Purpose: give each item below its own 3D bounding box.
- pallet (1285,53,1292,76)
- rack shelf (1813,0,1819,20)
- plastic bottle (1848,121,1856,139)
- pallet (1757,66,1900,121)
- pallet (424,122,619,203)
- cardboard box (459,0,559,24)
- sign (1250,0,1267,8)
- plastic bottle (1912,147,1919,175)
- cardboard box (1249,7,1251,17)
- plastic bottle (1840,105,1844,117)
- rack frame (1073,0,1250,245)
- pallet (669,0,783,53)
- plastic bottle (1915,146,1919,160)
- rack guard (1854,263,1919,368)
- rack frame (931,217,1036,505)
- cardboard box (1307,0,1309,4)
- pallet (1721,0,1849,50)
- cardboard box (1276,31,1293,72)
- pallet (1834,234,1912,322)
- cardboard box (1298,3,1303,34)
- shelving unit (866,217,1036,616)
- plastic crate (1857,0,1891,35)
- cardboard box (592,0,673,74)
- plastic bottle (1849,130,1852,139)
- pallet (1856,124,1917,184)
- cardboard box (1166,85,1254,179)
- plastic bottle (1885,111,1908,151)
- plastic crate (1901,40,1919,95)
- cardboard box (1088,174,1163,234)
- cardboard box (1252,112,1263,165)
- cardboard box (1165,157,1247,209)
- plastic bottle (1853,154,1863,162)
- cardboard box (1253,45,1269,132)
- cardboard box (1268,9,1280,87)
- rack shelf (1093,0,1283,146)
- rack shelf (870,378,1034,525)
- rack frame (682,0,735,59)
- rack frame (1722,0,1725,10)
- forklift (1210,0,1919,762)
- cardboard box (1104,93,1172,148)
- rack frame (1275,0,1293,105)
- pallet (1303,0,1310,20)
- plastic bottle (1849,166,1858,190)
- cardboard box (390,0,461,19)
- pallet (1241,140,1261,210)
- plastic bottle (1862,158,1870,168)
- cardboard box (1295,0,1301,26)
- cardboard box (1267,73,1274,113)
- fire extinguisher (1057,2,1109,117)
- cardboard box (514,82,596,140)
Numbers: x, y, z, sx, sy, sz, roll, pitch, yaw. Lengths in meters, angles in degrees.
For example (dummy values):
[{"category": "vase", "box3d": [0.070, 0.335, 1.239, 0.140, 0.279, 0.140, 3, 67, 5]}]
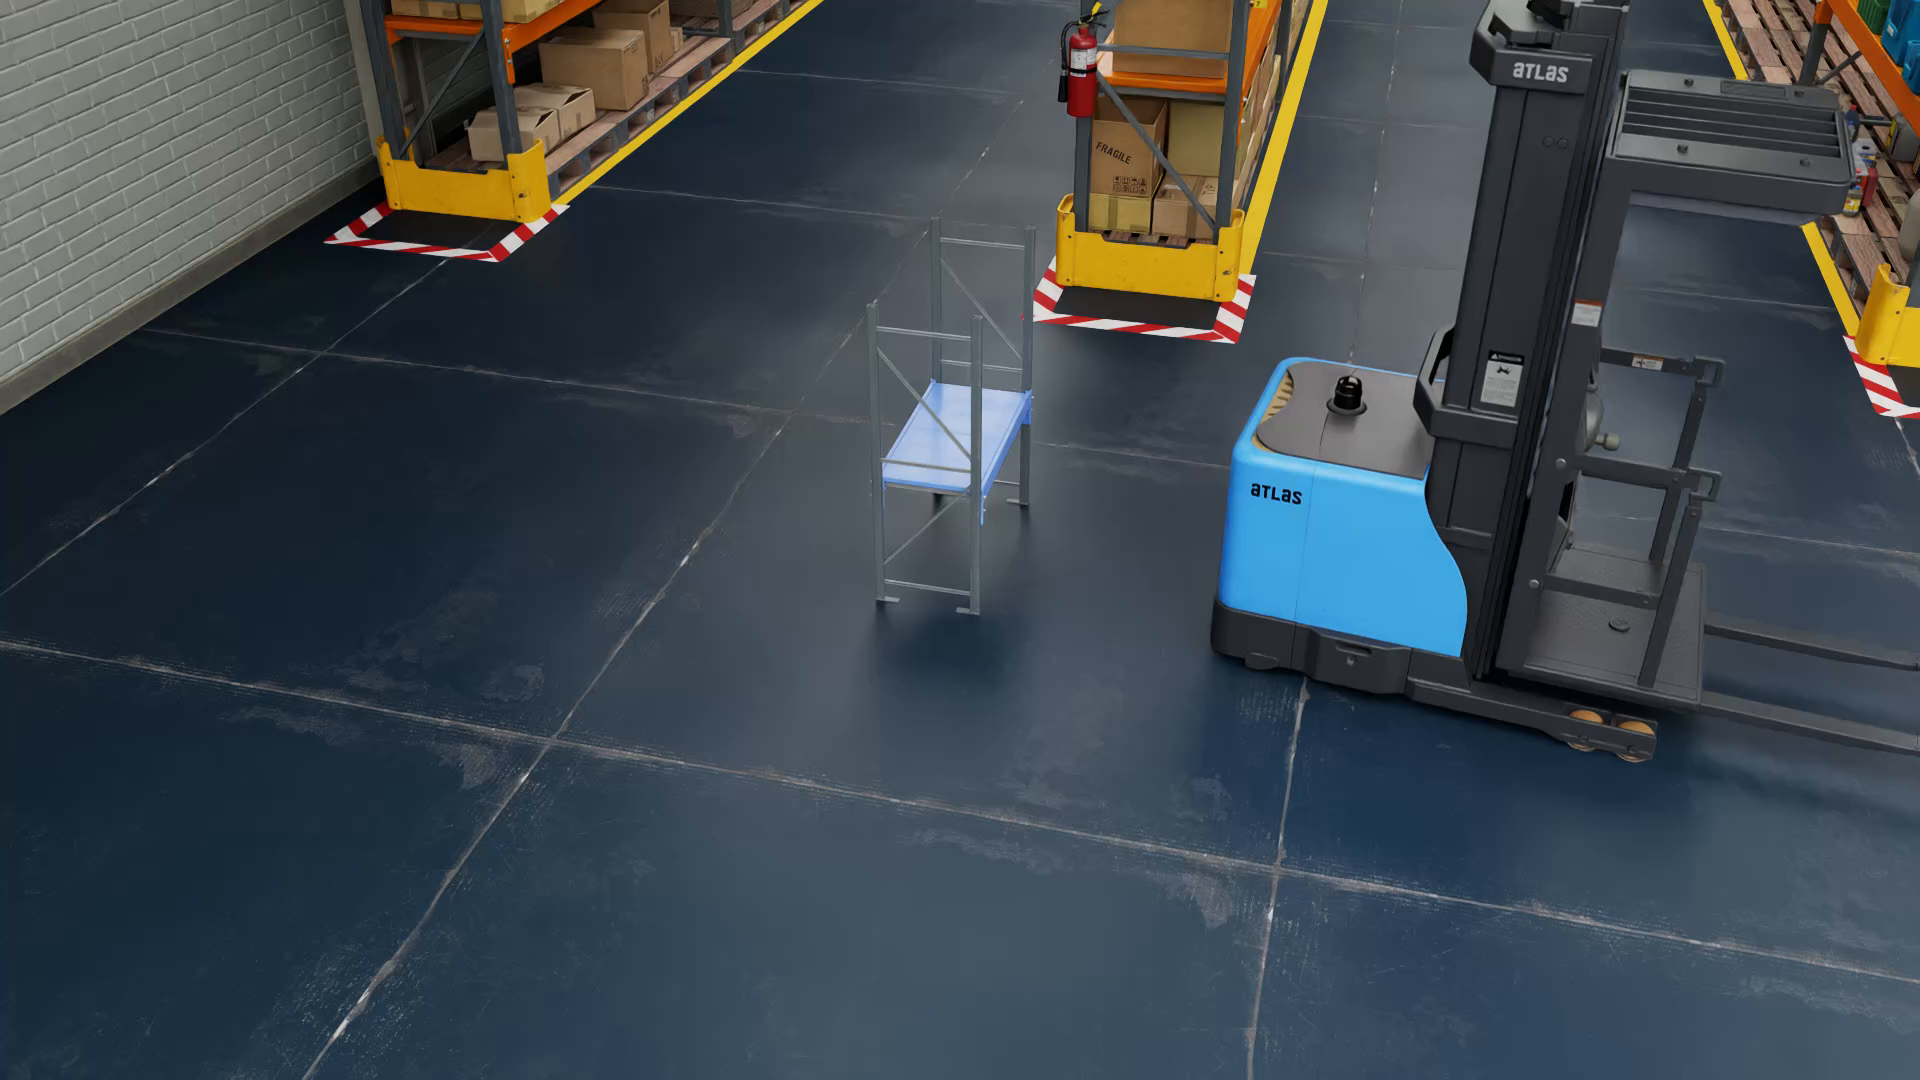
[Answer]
[{"category": "pallet", "box3d": [2.391, -4.249, 14.736, 1.003, 0.211, 1.213, 8, 33, 12]}, {"category": "rack shelf", "box3d": [7.539, -5.096, 14.140, 1.077, 0.370, 4.000, 8, 33, 12]}, {"category": "plastic bottle", "box3d": [6.505, -2.942, 12.214, 0.097, 0.271, 0.097, 0, 32, 0]}, {"category": "pallet", "box3d": [7.193, -3.597, 13.712, 1.003, 0.211, 1.213, 8, 33, 12]}, {"category": "pallet", "box3d": [-3.307, -2.914, 12.637, 1.003, 0.211, 1.213, 8, 33, 12]}, {"category": "cardboard box", "box3d": [-3.135, -3.790, 11.536, 0.500, 0.250, 0.500, 7, 33, 11]}, {"category": "sign", "box3d": [1.762, -3.282, 9.736, 0.100, 0.325, 0.005, 8, 33, 12]}, {"category": "plastic bottle", "box3d": [6.911, -2.761, 11.919, 0.061, 0.283, 0.133, 8, 33, 12]}, {"category": "cardboard box", "box3d": [1.617, -3.775, 11.299, 0.700, 0.500, 0.500, 8, 33, 13]}, {"category": "plastic bottle", "box3d": [6.574, -3.109, 12.467, 0.061, 0.283, 0.133, 8, 33, 12]}, {"category": "rack frame", "box3d": [1.226, -2.962, 10.113, 1.000, 3.000, 0.127, 8, 33, 12]}, {"category": "pallet", "box3d": [-2.355, -4.938, 15.820, 1.003, 0.211, 1.213, 8, 33, 12]}, {"category": "plastic bottle", "box3d": [7.098, -2.956, 12.163, 0.144, 0.351, 0.185, 6, 33, 10]}, {"category": "rack guard", "box3d": [5.990, -1.277, 9.792, 1.175, 0.500, 0.348, 8, 33, 12]}, {"category": "rack frame", "box3d": [0.107, -0.852, 8.193, 0.500, 1.500, 0.032, 8, 33, 12]}, {"category": "cardboard box", "box3d": [3.101, -5.296, 15.956, 0.500, 0.250, 0.500, 9, 33, 13]}, {"category": "pallet", "box3d": [7.813, -4.864, 15.704, 1.003, 0.211, 1.213, 8, 33, 12]}, {"category": "cardboard box", "box3d": [2.583, -4.230, 14.280, 0.500, 0.250, 0.500, 7, 33, 11]}, {"category": "pallet", "box3d": [6.202, -1.576, 10.532, 1.003, 0.211, 1.213, 8, 33, 12]}, {"category": "cardboard box", "box3d": [2.843, -4.764, 15.120, 0.500, 0.250, 0.500, 7, 33, 11]}, {"category": "shelving unit", "box3d": [-0.022, -0.589, 7.778, 0.538, 1.500, 1.048, 8, 33, 12]}, {"category": "plastic crate", "box3d": [6.414, -3.606, 11.324, 0.450, 0.188, 0.662, 8, 33, 12]}, {"category": "cardboard box", "box3d": [-2.776, -4.297, 14.133, 0.500, 0.500, 0.500, 6, 33, 9]}, {"category": "plastic bottle", "box3d": [6.270, -2.748, 11.836, 0.144, 0.351, 0.185, 8, 33, 12]}, {"category": "pallet", "box3d": [6.821, -2.842, 12.523, 1.003, 0.211, 1.213, 8, 33, 12]}, {"category": "cardboard box", "box3d": [1.703, -2.803, 11.336, 0.500, 0.500, 0.500, 8, 33, 12]}, {"category": "plastic bottle", "box3d": [7.008, -3.075, 12.351, 0.144, 0.351, 0.185, 8, 33, 12]}, {"category": "plastic crate", "box3d": [6.024, -2.860, 10.091, 0.499, 0.251, 0.408, 8, 33, 12]}, {"category": "cardboard box", "box3d": [1.077, -2.297, 11.239, 0.500, 0.250, 0.500, 8, 33, 12]}, {"category": "cardboard box", "box3d": [1.960, -3.005, 12.353, 0.500, 0.250, 0.500, 8, 33, 12]}, {"category": "cardboard box", "box3d": [1.701, -2.487, 11.537, 0.500, 0.250, 0.500, 8, 33, 12]}, {"category": "plastic bottle", "box3d": [6.184, -2.534, 11.568, 0.152, 0.276, 0.135, 7, 33, 11]}, {"category": "cardboard box", "box3d": [1.961, -3.321, 12.151, 0.500, 0.500, 0.500, 8, 33, 12]}, {"category": "cardboard box", "box3d": [2.197, -3.843, 12.971, 0.500, 0.500, 0.500, 8, 33, 12]}, {"category": "rack shelf", "box3d": [1.734, -3.696, 11.939, 1.077, 0.370, 4.000, 8, 33, 12]}, {"category": "rack shelf", "box3d": [-0.022, -0.437, 7.874, 0.538, 0.185, 1.000, 8, 33, 12]}, {"category": "rack frame", "box3d": [-2.551, -5.710, 14.436, 1.000, 3.000, 0.127, 8, 33, 12]}, {"category": "rack frame", "box3d": [8.047, -6.437, 15.580, 1.000, 3.000, 0.127, 8, 33, 12]}, {"category": "forklift", "box3d": [2.683, -0.651, 6.542, 3.031, 2.935, 1.130, 12, 34, 18]}, {"category": "cardboard box", "box3d": [1.314, -3.135, 11.858, 0.500, 0.500, 0.500, 8, 33, 12]}, {"category": "rack frame", "box3d": [2.241, -5.038, 13.379, 1.000, 3.000, 0.127, 8, 33, 12]}, {"category": "pallet", "box3d": [3.010, -5.515, 16.728, 1.003, 0.211, 1.213, 8, 33, 12]}, {"category": "plastic bottle", "box3d": [6.071, -2.401, 11.353, 0.061, 0.283, 0.133, 9, 33, 14]}, {"category": "cardboard box", "box3d": [-3.635, -3.849, 11.629, 0.500, 0.250, 0.500, 8, 33, 13]}, {"category": "pallet", "box3d": [1.691, -2.819, 12.487, 1.003, 0.211, 1.213, 8, 33, 12]}, {"category": "plastic bottle", "box3d": [6.350, -2.595, 11.734, 0.097, 0.201, 0.097, 0, 32, 0]}, {"category": "cardboard box", "box3d": [2.719, -4.731, 14.545, 0.500, 0.311, 0.500, 8, 33, 12]}, {"category": "cardboard box", "box3d": [2.199, -3.526, 13.172, 0.500, 0.250, 0.500, 8, 33, 12]}, {"category": "fire extinguisher", "box3d": [0.747, -2.931, 10.137, 0.296, 0.674, 0.183, 8, 33, 12]}, {"category": "cardboard box", "box3d": [-3.159, -3.328, 12.785, 0.500, 0.311, 0.500, 11, 34, 16]}]
